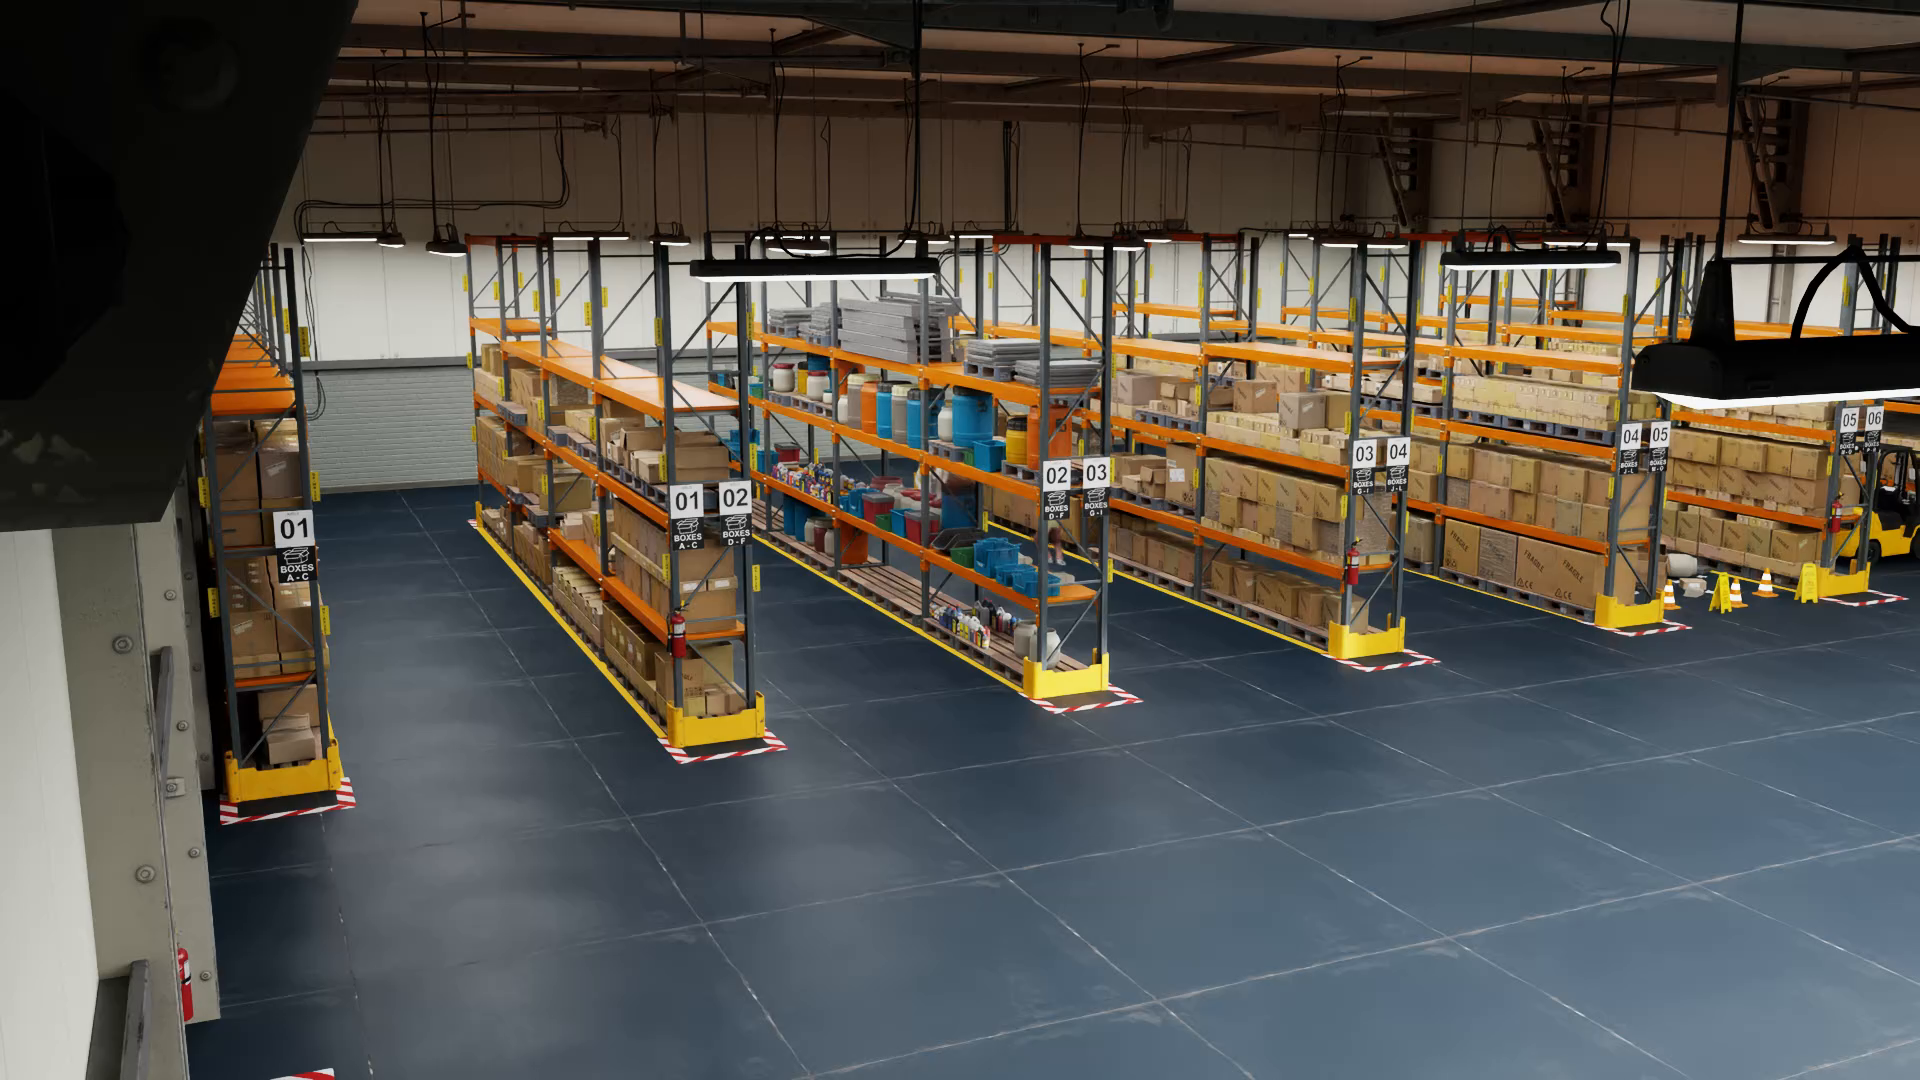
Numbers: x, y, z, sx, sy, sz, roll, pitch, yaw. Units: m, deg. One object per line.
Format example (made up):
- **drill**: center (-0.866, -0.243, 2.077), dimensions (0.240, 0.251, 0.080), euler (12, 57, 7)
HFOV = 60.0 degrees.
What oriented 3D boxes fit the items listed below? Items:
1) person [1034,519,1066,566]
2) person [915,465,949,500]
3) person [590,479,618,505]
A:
- **person**: center (1.600, -0.280, 29.428), dimensions (0.508, 1.479, 0.632), euler (-5, 12, -24)
- **person**: center (-0.571, -0.926, 33.540), dimensions (0.746, 1.680, 0.677), euler (-3, 11, -16)
- **person**: center (-7.041, -0.793, 32.844), dimensions (0.550, 1.614, 1.042), euler (-5, 12, -23)
